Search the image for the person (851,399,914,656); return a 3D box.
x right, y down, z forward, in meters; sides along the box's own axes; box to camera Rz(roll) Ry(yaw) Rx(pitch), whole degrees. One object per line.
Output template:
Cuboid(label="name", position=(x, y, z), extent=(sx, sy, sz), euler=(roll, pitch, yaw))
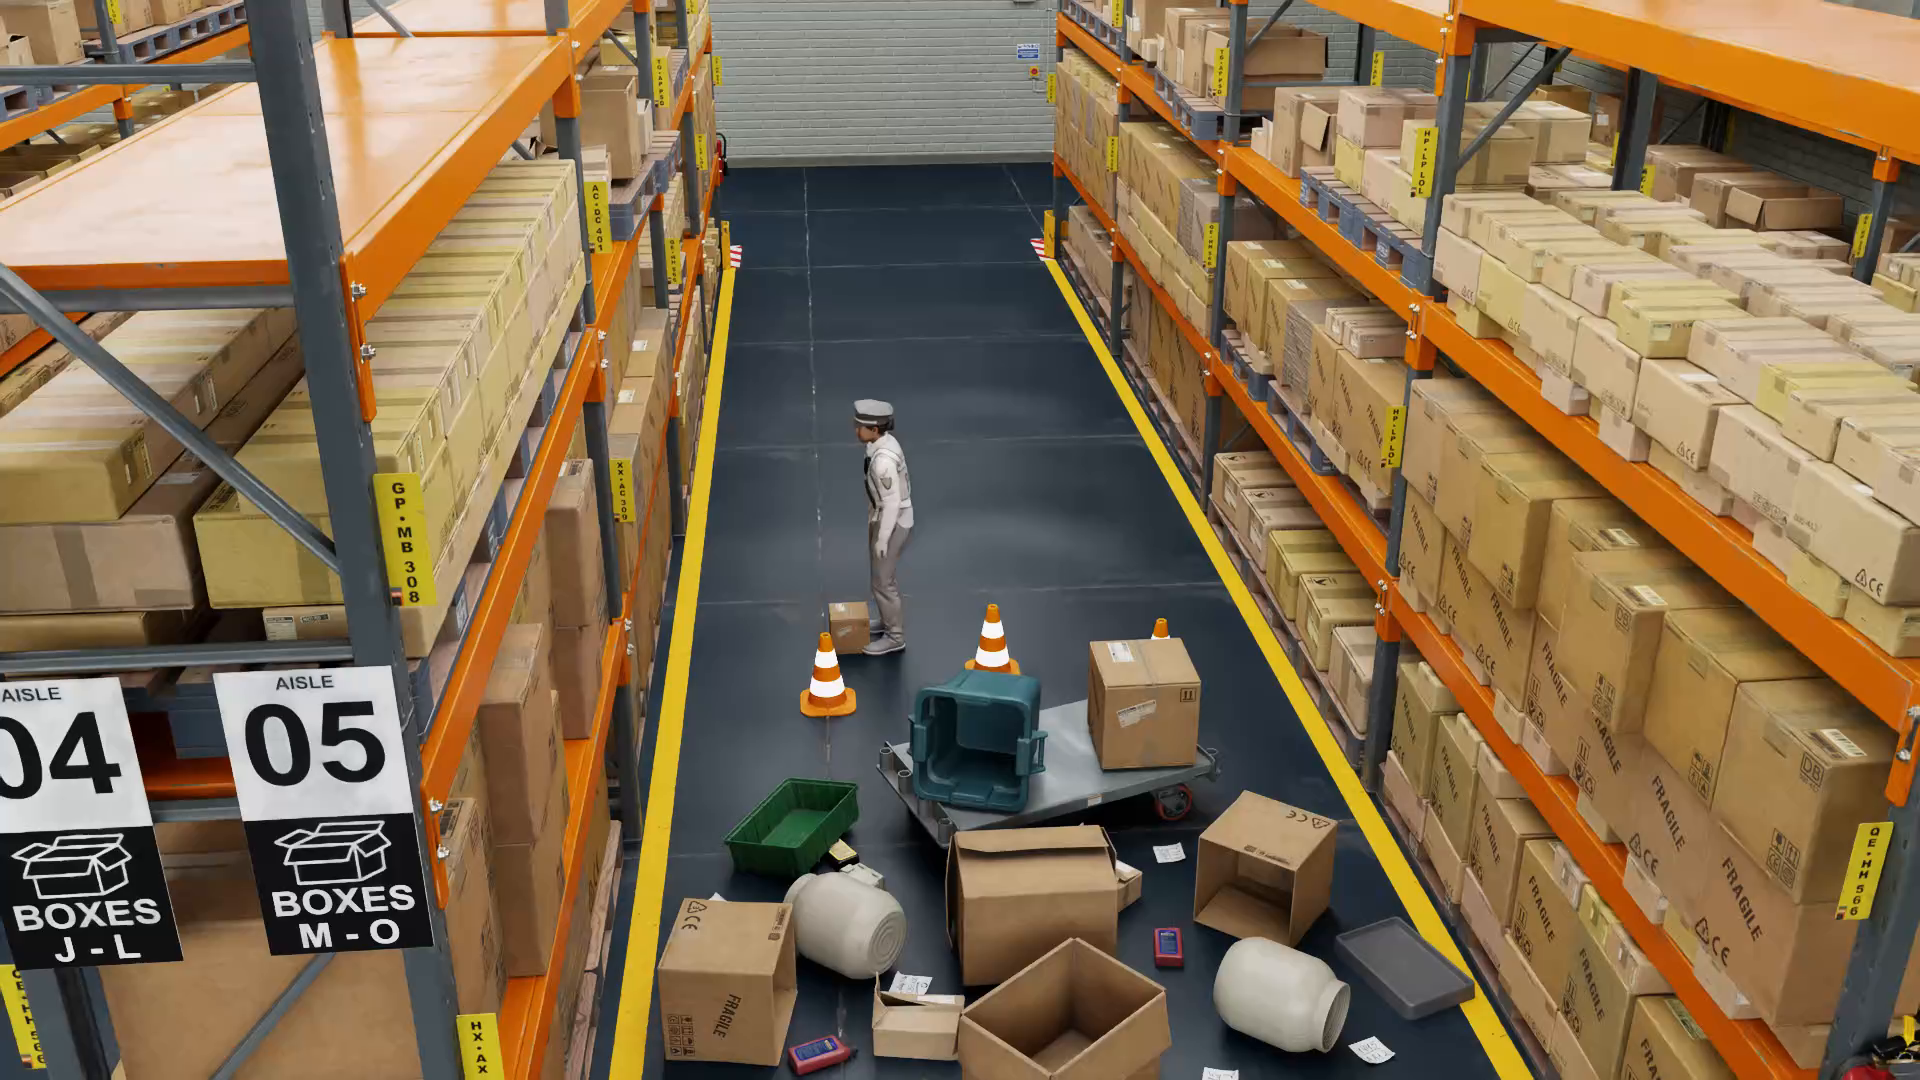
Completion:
Cuboid(label="person", position=(-0.482, -0.087, 10.497), extent=(0.377, 1.663, 0.538), euler=(-3, 24, -6))
